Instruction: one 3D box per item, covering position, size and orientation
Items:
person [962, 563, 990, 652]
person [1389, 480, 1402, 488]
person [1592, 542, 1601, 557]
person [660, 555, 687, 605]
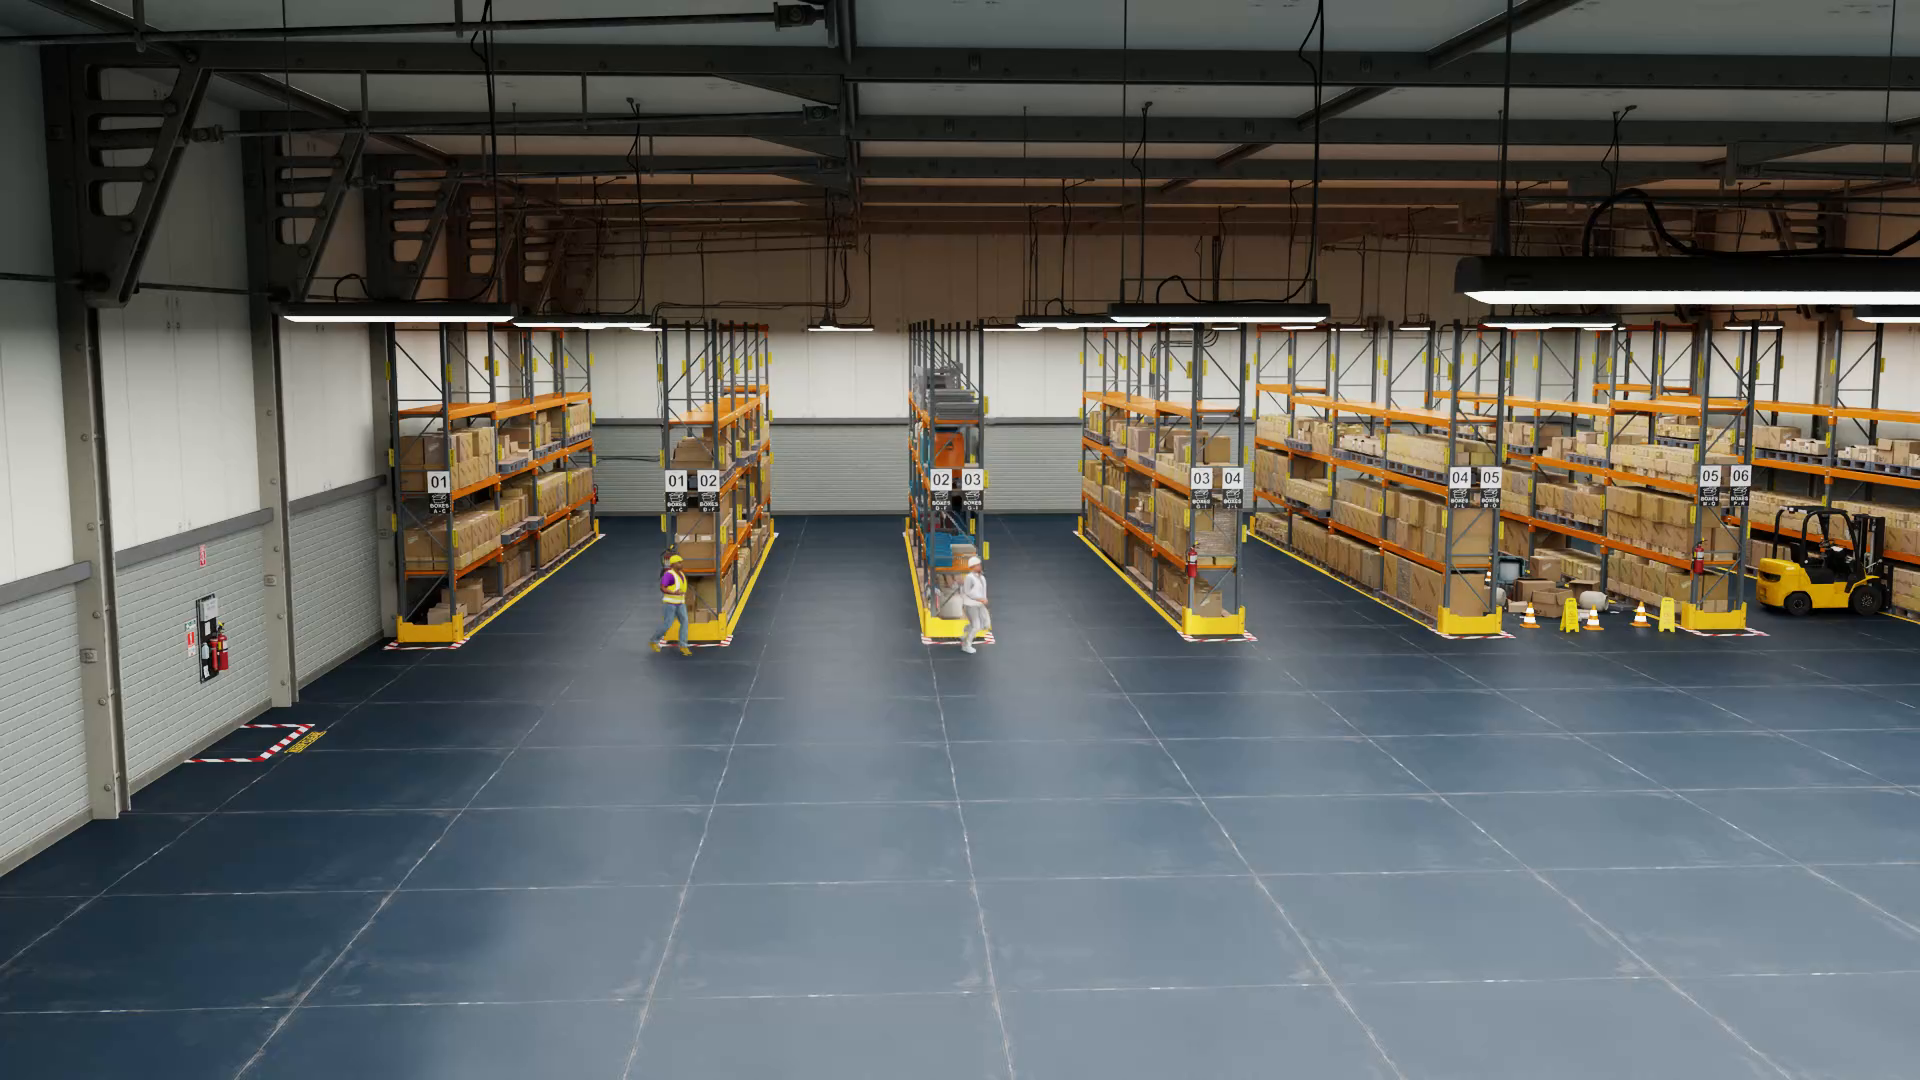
[{"bbox_3d":[0.302,1.187,30.099,0.638,1.685,0.691,4,8,32],"label":"person"},{"bbox_3d":[13.146,-1.353,50.616,0.624,1.681,0.660,-4,8,-27],"label":"person"},{"bbox_3d":[15.754,-0.150,41.052,0.628,1.648,0.989,0,7,2],"label":"person"},{"bbox_3d":[-5.106,0.723,29.802,0.569,0.901,0.732,3,8,26],"label":"person"}]
